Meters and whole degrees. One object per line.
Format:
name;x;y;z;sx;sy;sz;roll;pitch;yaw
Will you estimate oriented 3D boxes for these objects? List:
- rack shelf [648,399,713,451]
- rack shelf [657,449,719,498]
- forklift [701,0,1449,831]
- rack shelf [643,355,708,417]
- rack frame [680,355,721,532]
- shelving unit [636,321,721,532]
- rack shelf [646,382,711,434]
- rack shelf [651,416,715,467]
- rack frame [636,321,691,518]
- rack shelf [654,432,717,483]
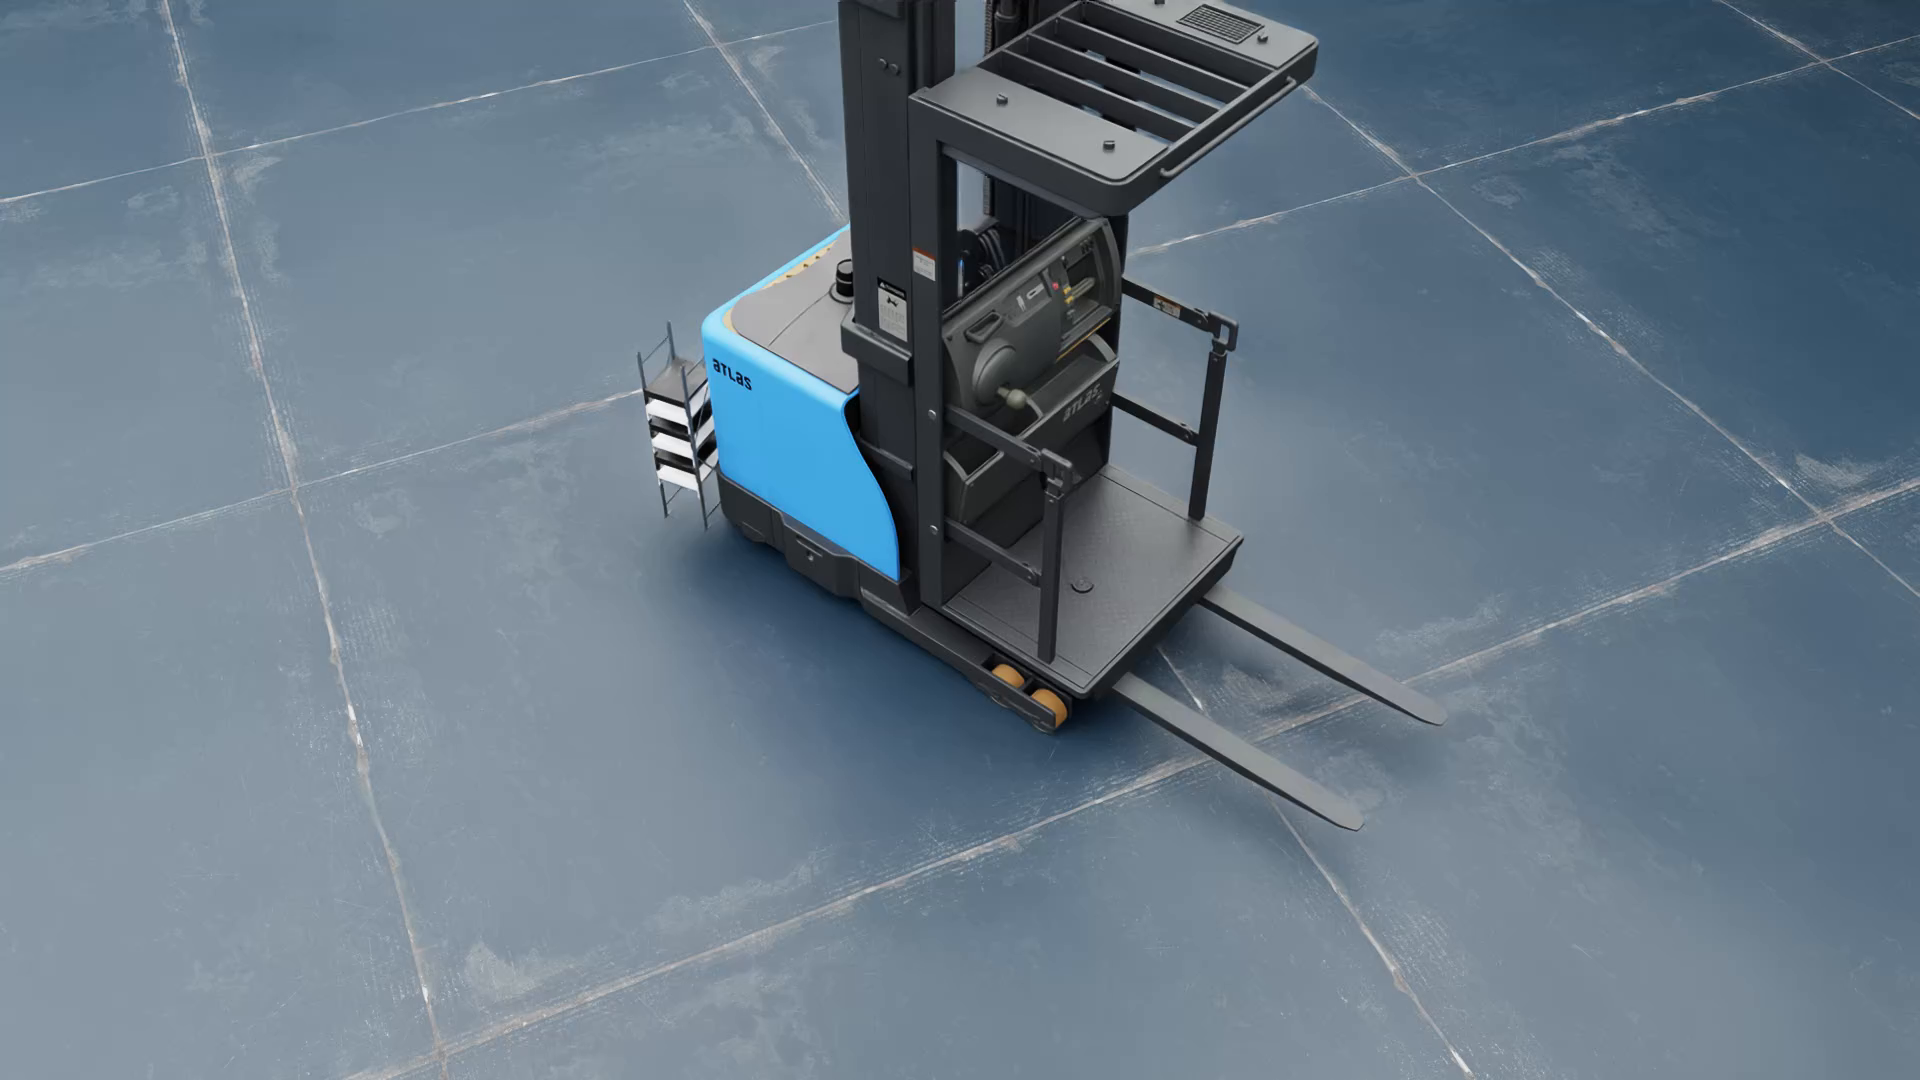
rack shelf;-1.137;-0.502;6.906;0.200;0.077;0.258;19;48;18
rack shelf;-1.137;-0.310;7.096;0.200;0.077;0.258;19;48;18
forklift;0.430;-0.733;5.775;3.031;2.935;1.130;30;52;27
rack shelf;-1.137;-0.630;6.780;0.200;0.077;0.258;19;48;18
rack frame;-1.045;-0.431;6.915;0.006;0.900;0.240;19;48;18
shelving unit;-1.137;-0.462;6.946;0.210;0.900;0.258;19;48;18
rack shelf;-1.137;-0.566;6.843;0.200;0.077;0.258;19;48;18
rack shelf;-1.137;-0.438;6.970;0.200;0.077;0.258;19;48;18
rack frame;-1.228;-0.493;6.977;0.006;0.900;0.240;19;48;18
rack shelf;-1.137;-0.374;7.033;0.200;0.077;0.258;19;48;18
